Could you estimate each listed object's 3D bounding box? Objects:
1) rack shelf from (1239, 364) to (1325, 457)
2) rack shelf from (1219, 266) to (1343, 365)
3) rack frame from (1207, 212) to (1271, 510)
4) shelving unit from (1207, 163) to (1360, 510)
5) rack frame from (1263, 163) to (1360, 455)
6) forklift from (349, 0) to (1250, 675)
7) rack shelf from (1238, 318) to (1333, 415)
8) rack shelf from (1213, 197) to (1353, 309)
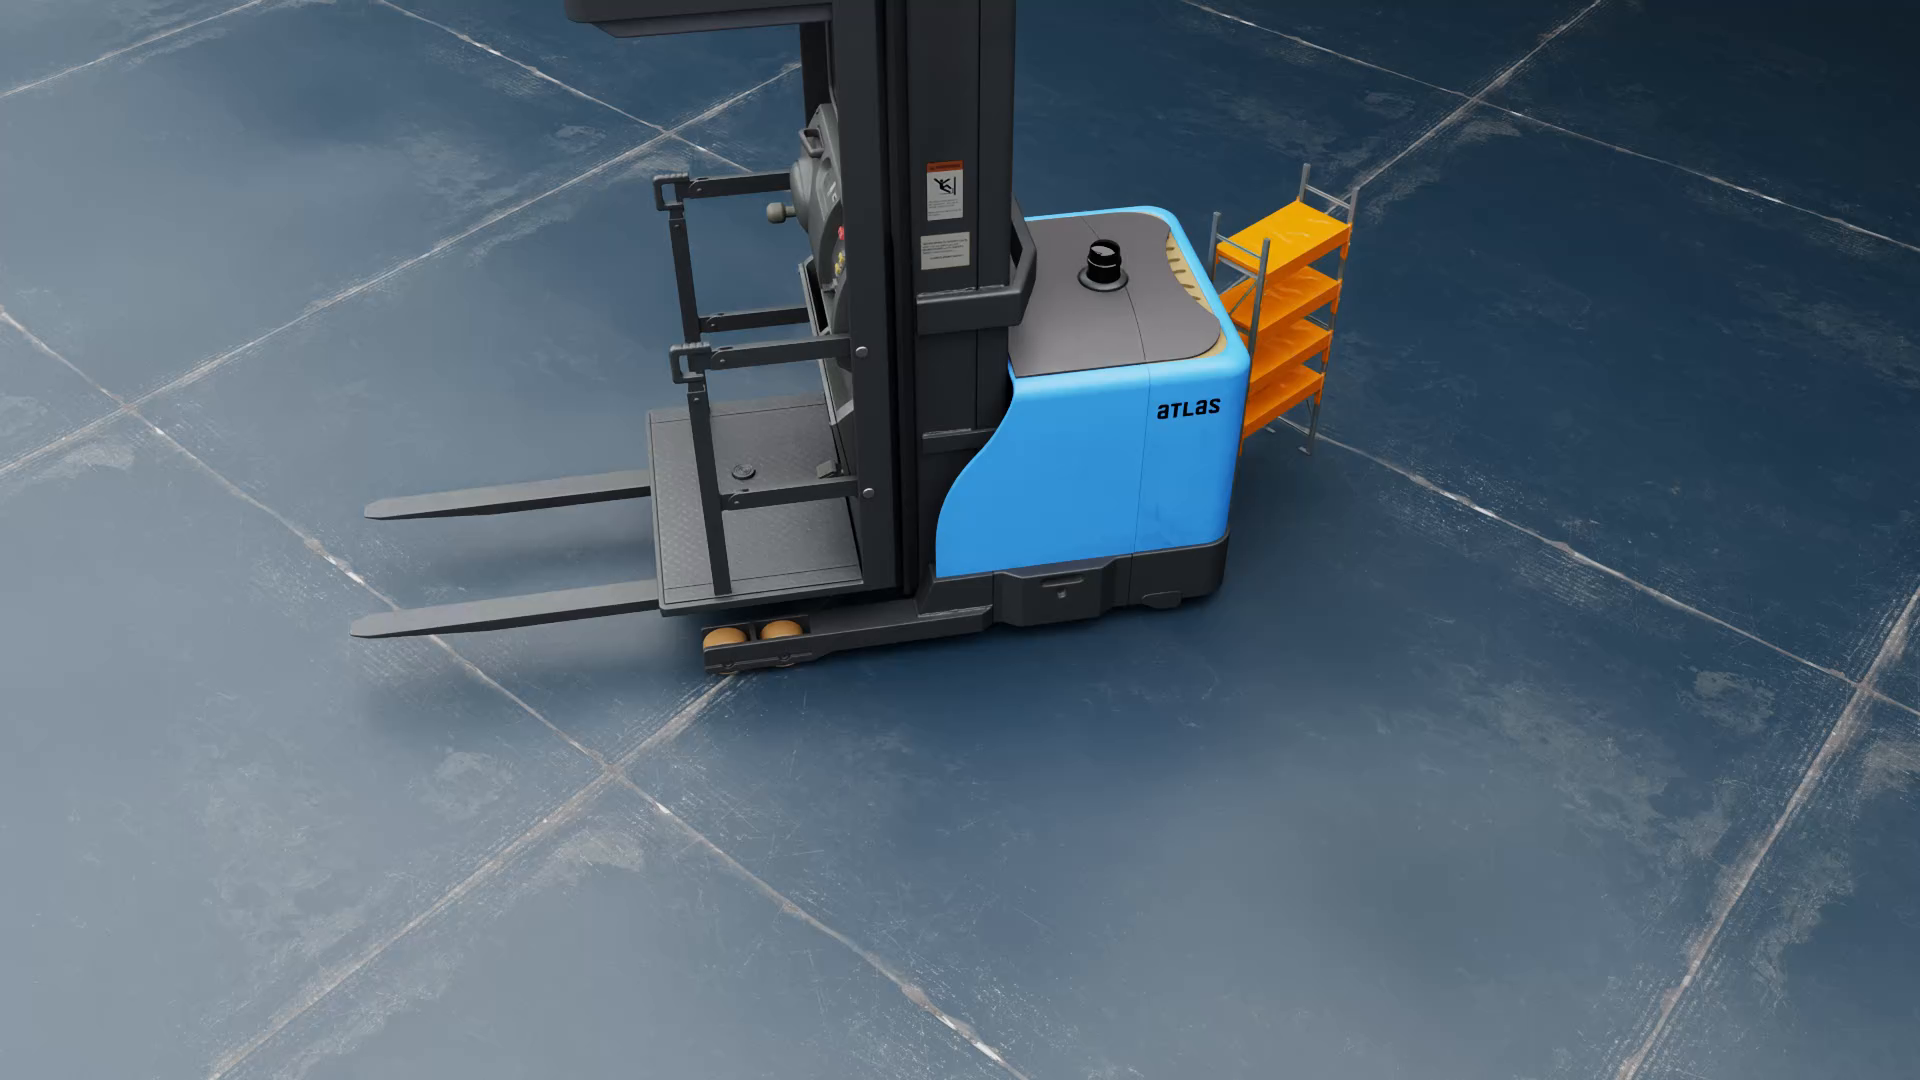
[{"bbox_3d":[1.135,-0.535,6.342,0.480,0.148,0.258,-32,51,-30],"label":"rack shelf"},{"bbox_3d":[1.135,-0.847,6.058,0.480,0.148,0.258,-32,51,-30],"label":"rack shelf"},{"bbox_3d":[0.956,-0.620,6.040,0.015,1.200,0.240,-32,51,-30],"label":"rack frame"},{"bbox_3d":[1.135,-0.732,6.163,0.503,1.200,0.258,-32,51,-30],"label":"shelving unit"},{"bbox_3d":[1.315,-0.843,6.285,0.015,1.200,0.240,-32,51,-30],"label":"rack frame"},{"bbox_3d":[-0.618,-1.007,5.179,3.031,2.935,1.130,-7,43,-8],"label":"forklift"},{"bbox_3d":[1.135,-0.682,6.208,0.480,0.148,0.258,-32,51,-30],"label":"rack shelf"},{"bbox_3d":[1.135,-1.022,5.898,0.480,0.148,0.258,-32,51,-30],"label":"rack shelf"}]
